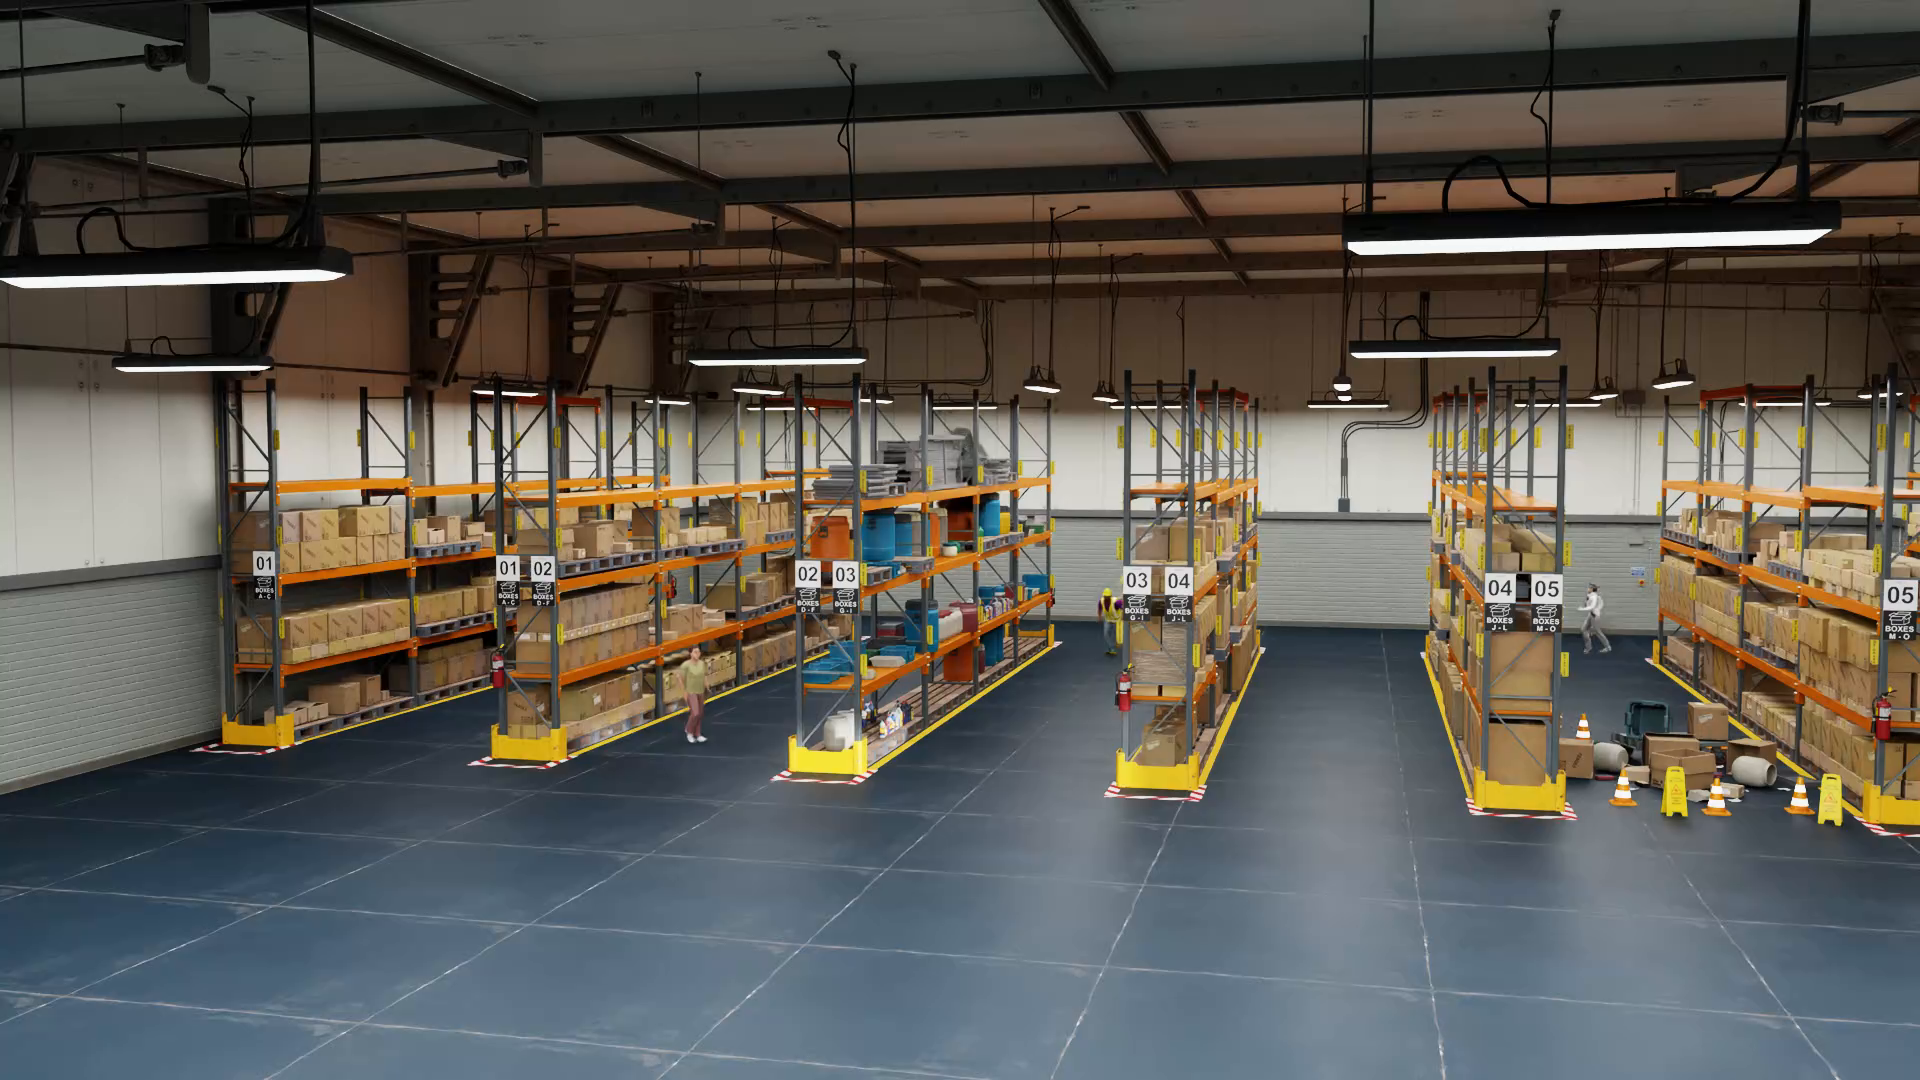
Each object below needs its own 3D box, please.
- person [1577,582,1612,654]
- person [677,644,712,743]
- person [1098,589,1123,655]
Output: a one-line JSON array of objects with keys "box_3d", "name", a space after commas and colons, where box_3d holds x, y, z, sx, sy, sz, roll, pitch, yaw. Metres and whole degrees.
[{"box_3d": [14.808, 1.846, 38.792, 0.784, 1.737, 0.597, 1, 4, 17], "name": "person"}, {"box_3d": [-4.357, 2.517, 27.222, 0.564, 1.638, 0.510, 3, 5, 44], "name": "person"}, {"box_3d": [3.556, 1.905, 38.676, 0.691, 1.597, 0.977, 2, 4, 29], "name": "person"}]
